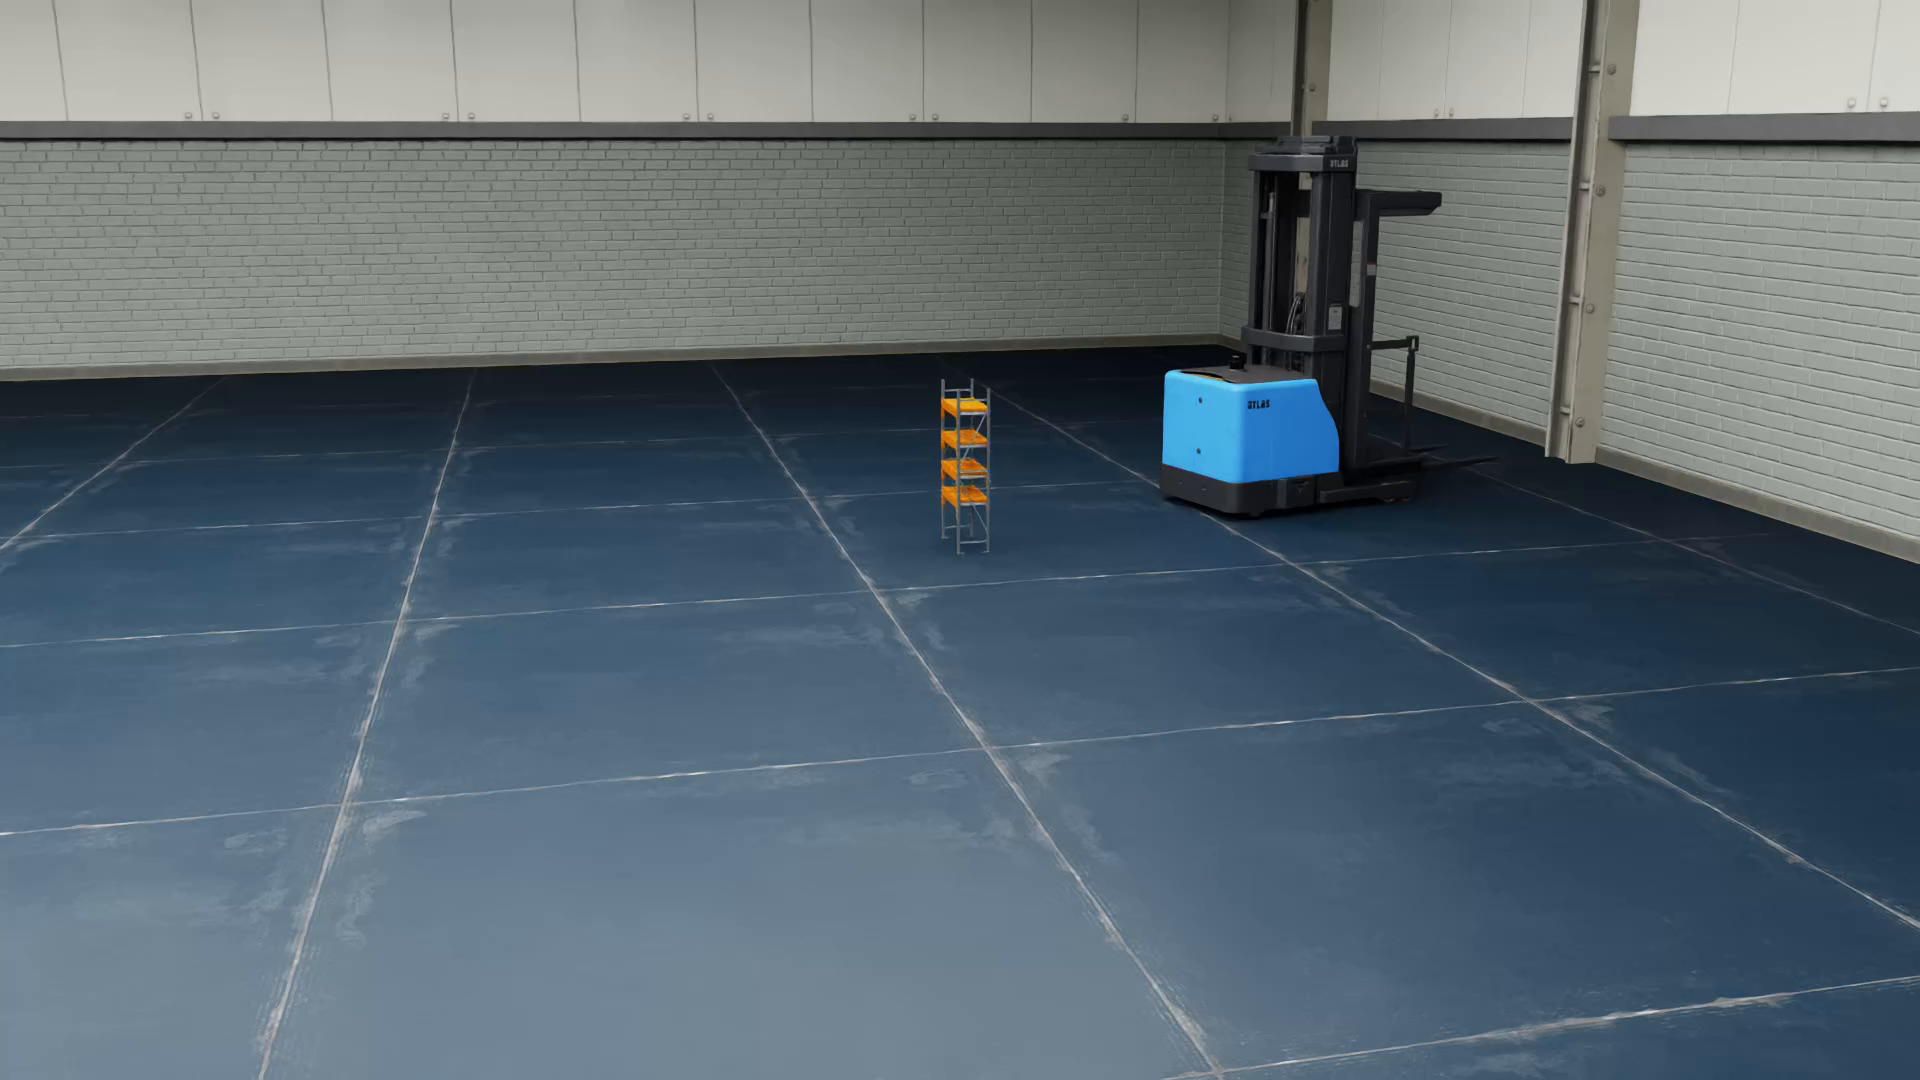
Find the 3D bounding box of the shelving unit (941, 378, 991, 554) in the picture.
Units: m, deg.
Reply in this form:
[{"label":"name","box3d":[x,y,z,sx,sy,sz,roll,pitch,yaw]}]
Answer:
[{"label":"shelving unit","box3d":[0.039,-0.545,12.128,0.258,1.200,0.503,-3,14,-13]}]

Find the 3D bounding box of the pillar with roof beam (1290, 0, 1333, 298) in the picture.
[{"label":"pillar with roof beam","box3d":[0.106,-6.270,19.132,9.100,9.000,0.400,-3,14,-13]}]

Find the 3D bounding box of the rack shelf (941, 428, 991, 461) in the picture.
[{"label":"rack shelf","box3d":[0.039,-0.697,12.091,0.258,0.148,0.480,-3,14,-13]}]

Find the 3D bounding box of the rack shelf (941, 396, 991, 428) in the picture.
[{"label":"rack shelf","box3d":[0.039,-0.926,12.035,0.258,0.148,0.480,-3,14,-13]}]

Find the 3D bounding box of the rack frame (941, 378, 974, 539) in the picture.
[{"label":"rack frame","box3d":[-0.018,-0.601,12.359,0.240,1.200,0.015,-3,14,-13]}]

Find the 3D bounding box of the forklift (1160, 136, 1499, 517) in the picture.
[{"label":"forklift","box3d":[3.200,-1.831,13.745,3.031,2.935,1.130,-7,15,-27]}]

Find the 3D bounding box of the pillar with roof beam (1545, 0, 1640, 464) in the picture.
[{"label":"pillar with roof beam","box3d":[1.515,-4.886,13.466,9.100,9.000,0.400,-3,14,-13]}]

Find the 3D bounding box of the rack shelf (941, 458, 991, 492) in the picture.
[{"label":"rack shelf","box3d":[0.039,-0.479,12.144,0.258,0.148,0.480,-3,14,-13]}]

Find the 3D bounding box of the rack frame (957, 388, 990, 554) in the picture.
[{"label":"rack frame","box3d":[0.096,-0.488,11.898,0.240,1.200,0.015,-3,14,-13]}]

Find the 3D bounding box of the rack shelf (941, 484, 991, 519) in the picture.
[{"label":"rack shelf","box3d":[0.039,-0.286,12.191,0.258,0.148,0.480,-3,14,-13]}]
